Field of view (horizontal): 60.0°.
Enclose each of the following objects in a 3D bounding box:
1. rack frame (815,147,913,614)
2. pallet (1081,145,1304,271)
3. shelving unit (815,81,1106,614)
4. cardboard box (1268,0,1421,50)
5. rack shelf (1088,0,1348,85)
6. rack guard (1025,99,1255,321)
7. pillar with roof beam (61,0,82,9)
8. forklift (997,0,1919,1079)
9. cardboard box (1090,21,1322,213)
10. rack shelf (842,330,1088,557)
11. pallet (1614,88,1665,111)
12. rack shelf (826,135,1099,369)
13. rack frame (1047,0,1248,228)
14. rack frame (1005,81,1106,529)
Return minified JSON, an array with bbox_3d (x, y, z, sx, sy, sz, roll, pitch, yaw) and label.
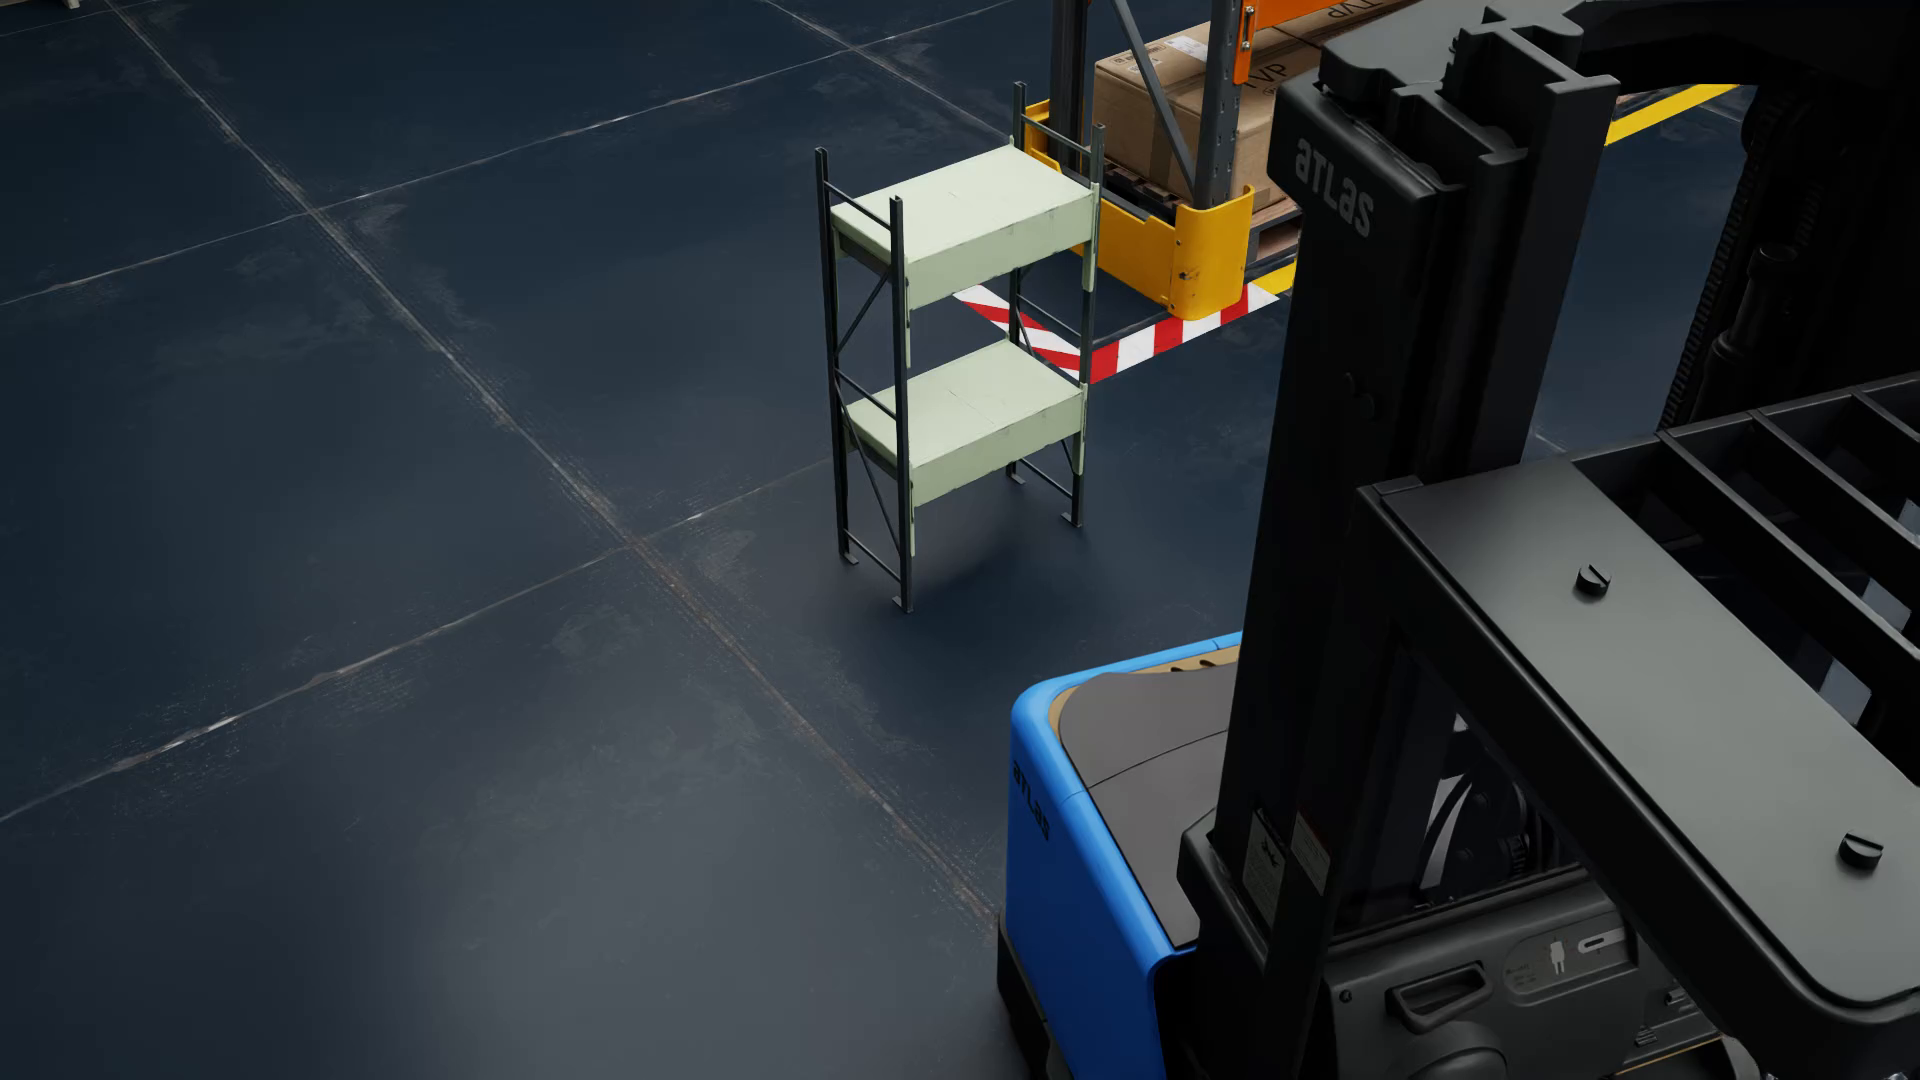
[{"bbox_3d":[-0.285,-0.441,5.105,0.023,1.500,0.400,-26,46,-28],"label":"rack frame"},{"bbox_3d":[1.323,-1.684,7.637,1.213,0.211,1.003,-26,46,-28],"label":"pallet"},{"bbox_3d":[0.005,-0.582,5.277,0.755,1.500,0.431,-26,46,-28],"label":"shelving unit"},{"bbox_3d":[1.919,-2.249,7.816,0.875,0.438,0.875,-25,45,-27],"label":"cardboard box"},{"bbox_3d":[2.322,-2.909,7.498,4.000,0.370,1.077,-26,46,-28],"label":"rack shelf"},{"bbox_3d":[0.717,-1.439,7.109,0.348,0.500,1.175,-26,46,-28],"label":"rack guard"},{"bbox_3d":[-2.355,-4.475,4.110,0.400,9.000,9.100,-26,46,-28],"label":"pillar with roof beam"},{"bbox_3d":[1.065,0.802,2.461,1.130,2.935,3.031,-13,41,-15],"label":"forklift"},{"bbox_3d":[1.199,-1.891,7.380,0.875,0.438,0.875,-28,47,-29],"label":"cardboard box"},{"bbox_3d":[0.005,-0.330,5.484,0.720,0.370,0.431,-26,46,-28],"label":"rack shelf"},{"bbox_3d":[3.257,-2.627,8.787,1.213,0.211,1.003,-26,46,-28],"label":"pallet"},{"bbox_3d":[0.005,-0.884,5.030,0.720,0.370,0.431,-26,46,-28],"label":"rack shelf"},{"bbox_3d":[0.736,-2.414,6.328,0.127,3.000,1.000,-26,46,-28],"label":"rack frame"},{"bbox_3d":[0.295,-0.724,5.450,0.023,1.500,0.400,-26,46,-28],"label":"rack frame"}]
